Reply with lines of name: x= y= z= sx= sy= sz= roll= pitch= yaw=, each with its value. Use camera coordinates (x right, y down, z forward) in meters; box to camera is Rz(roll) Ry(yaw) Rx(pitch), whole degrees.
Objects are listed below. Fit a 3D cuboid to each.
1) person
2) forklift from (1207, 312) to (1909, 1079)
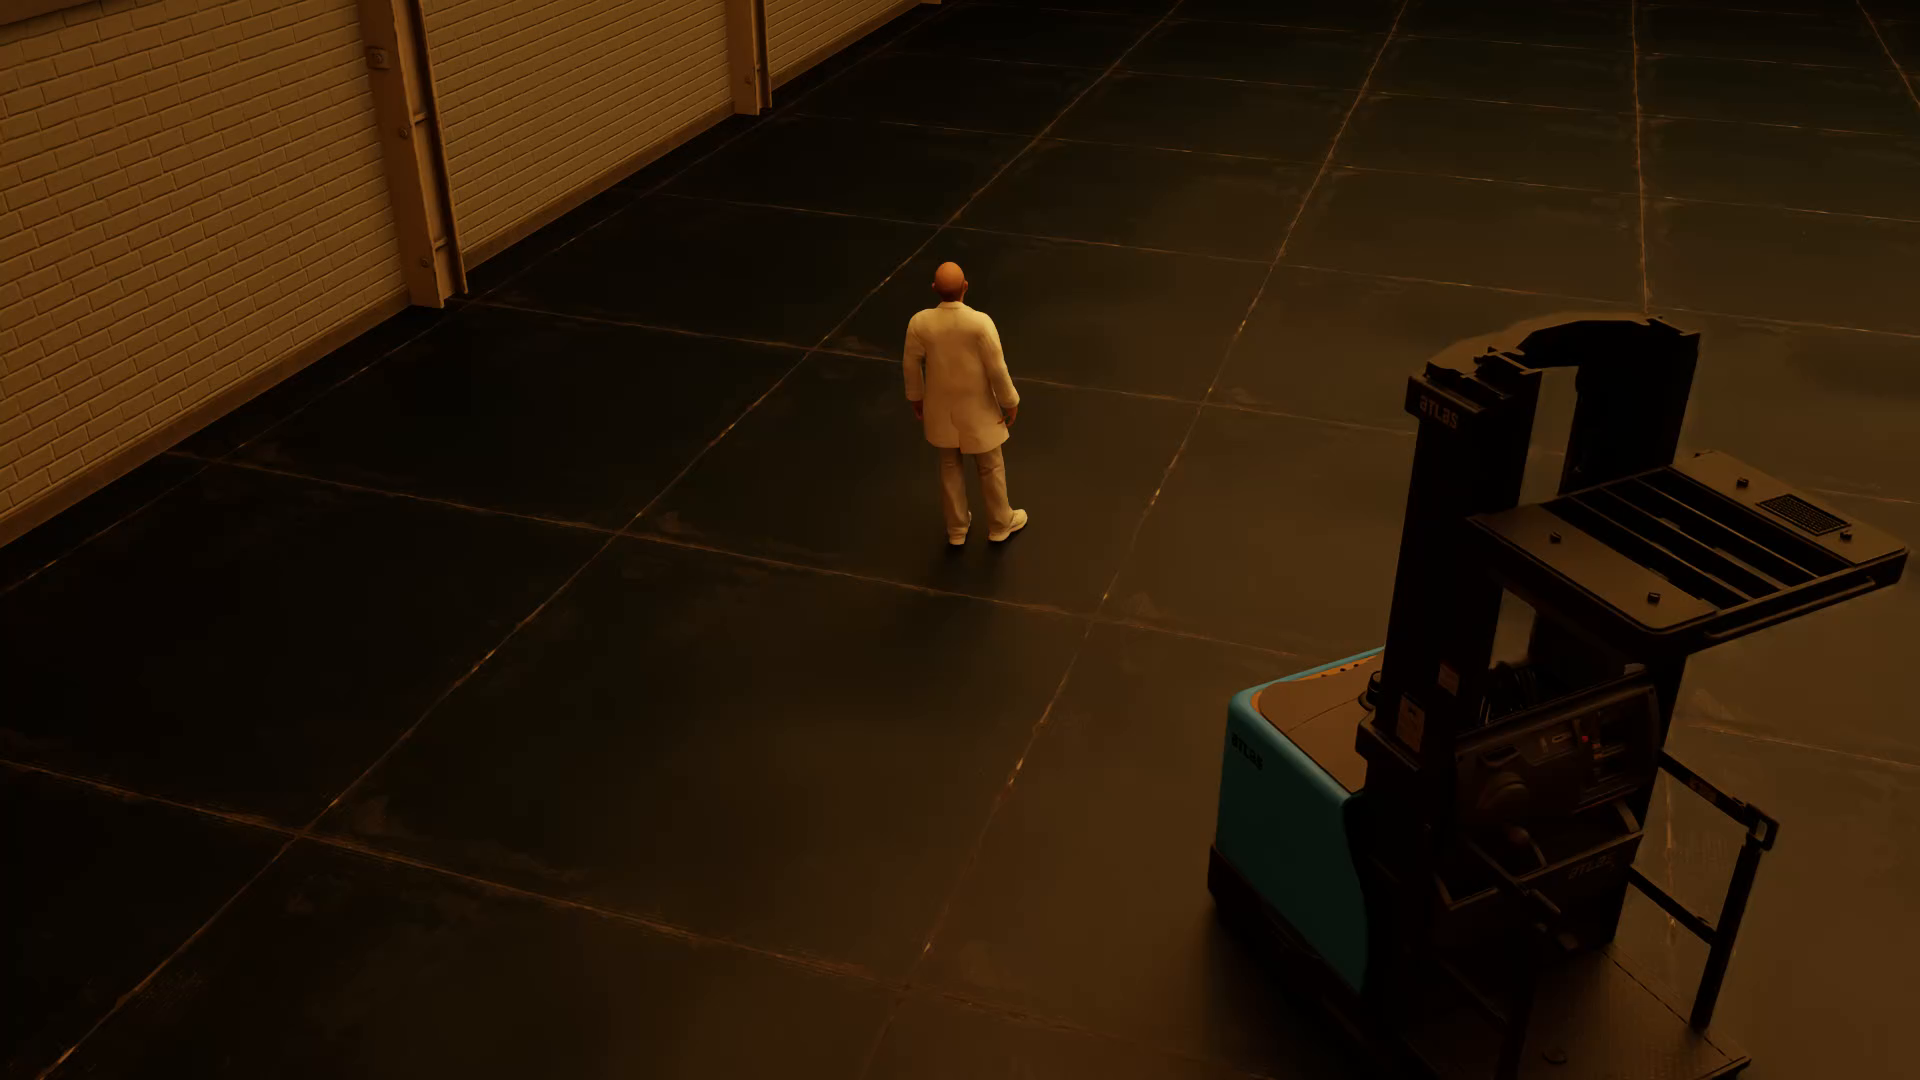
person: x=0.034 y=-0.820 z=9.725 sx=0.696 sy=1.775 sz=0.581 roll=10 pitch=31 yaw=16
forklift: x=2.197 y=0.835 z=5.671 sx=1.130 sy=2.935 sz=3.031 roll=-14 pitch=33 yaw=-23
